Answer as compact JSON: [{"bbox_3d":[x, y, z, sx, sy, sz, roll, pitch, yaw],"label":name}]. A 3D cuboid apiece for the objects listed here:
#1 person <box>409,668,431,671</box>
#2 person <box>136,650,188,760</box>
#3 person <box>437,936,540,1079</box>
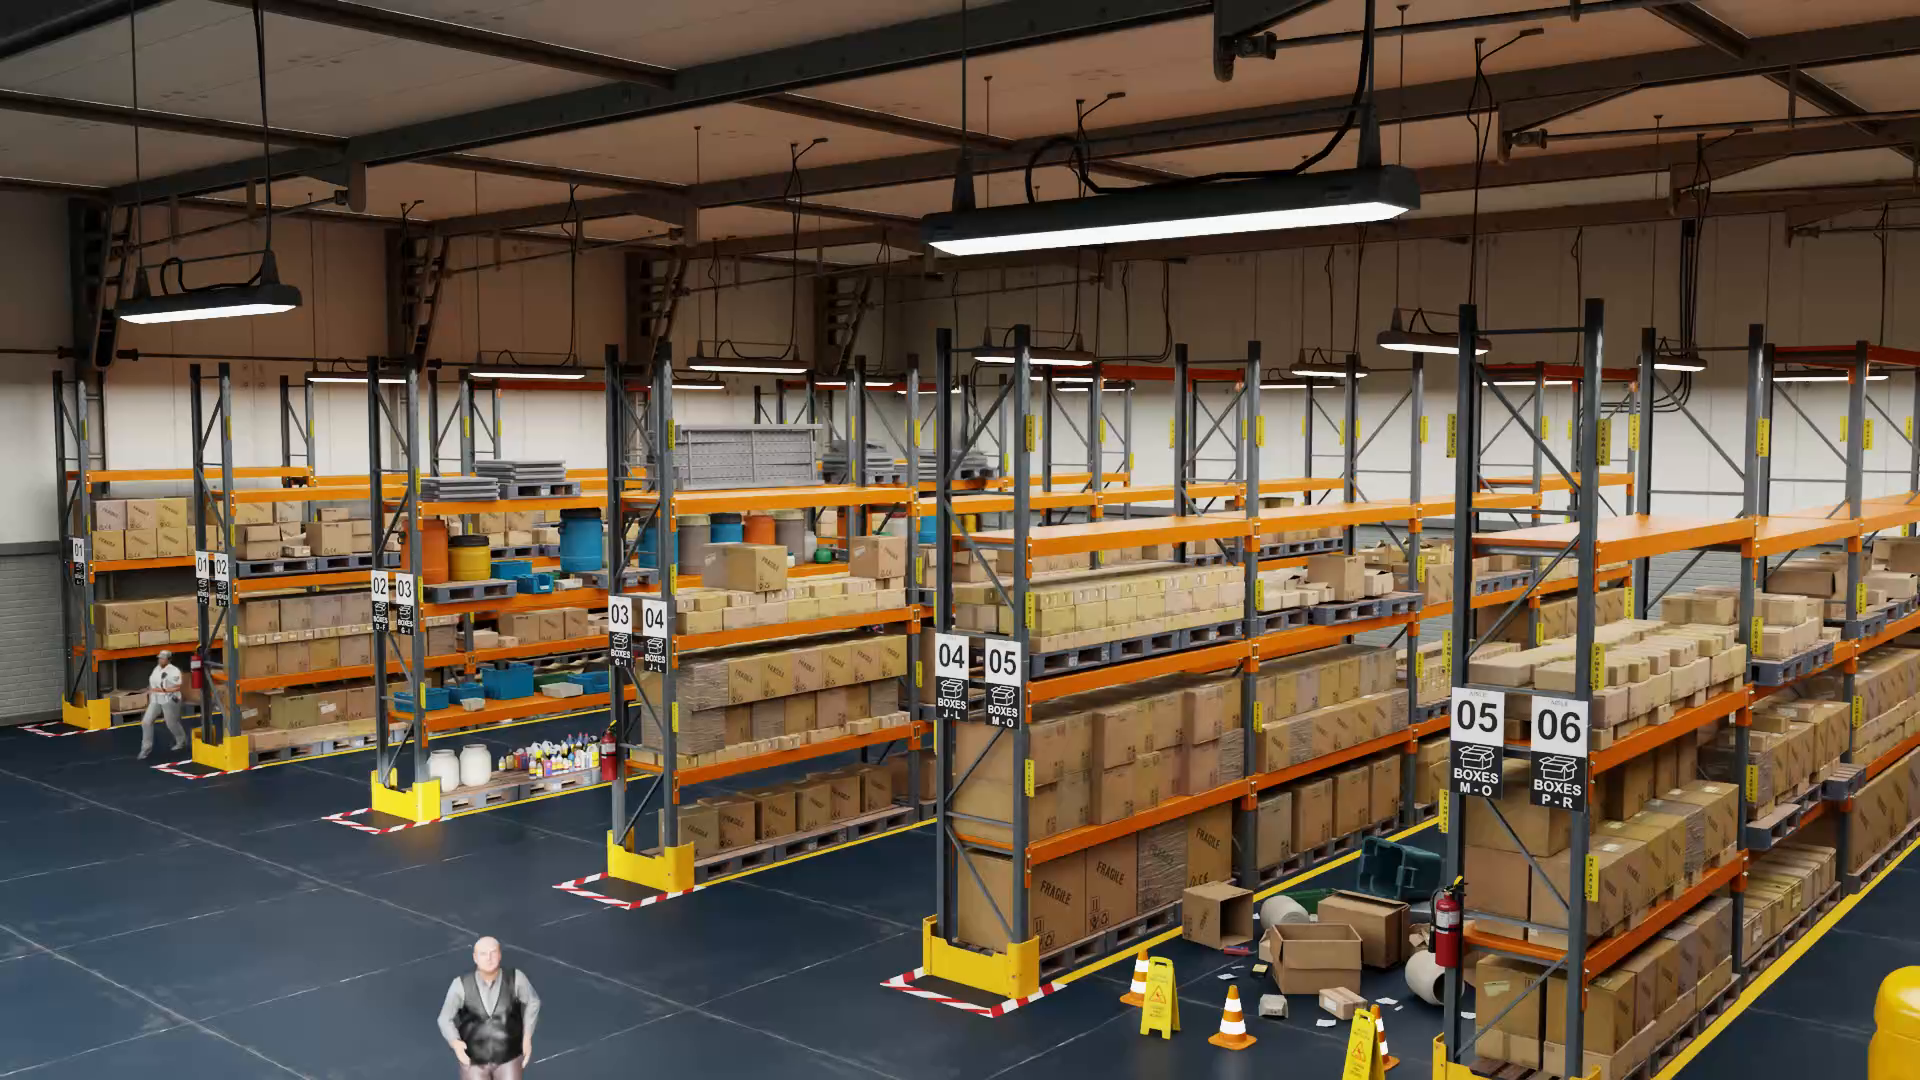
[{"bbox_3d":[-9.644,2.125,29.733,0.668,1.683,0.767,3,5,32],"label":"person"},{"bbox_3d":[-12.176,2.514,25.585,0.630,1.695,0.812,1,4,18],"label":"person"},{"bbox_3d":[-3.163,3.509,11.191,0.673,1.683,0.569,-1,4,-15],"label":"person"}]
